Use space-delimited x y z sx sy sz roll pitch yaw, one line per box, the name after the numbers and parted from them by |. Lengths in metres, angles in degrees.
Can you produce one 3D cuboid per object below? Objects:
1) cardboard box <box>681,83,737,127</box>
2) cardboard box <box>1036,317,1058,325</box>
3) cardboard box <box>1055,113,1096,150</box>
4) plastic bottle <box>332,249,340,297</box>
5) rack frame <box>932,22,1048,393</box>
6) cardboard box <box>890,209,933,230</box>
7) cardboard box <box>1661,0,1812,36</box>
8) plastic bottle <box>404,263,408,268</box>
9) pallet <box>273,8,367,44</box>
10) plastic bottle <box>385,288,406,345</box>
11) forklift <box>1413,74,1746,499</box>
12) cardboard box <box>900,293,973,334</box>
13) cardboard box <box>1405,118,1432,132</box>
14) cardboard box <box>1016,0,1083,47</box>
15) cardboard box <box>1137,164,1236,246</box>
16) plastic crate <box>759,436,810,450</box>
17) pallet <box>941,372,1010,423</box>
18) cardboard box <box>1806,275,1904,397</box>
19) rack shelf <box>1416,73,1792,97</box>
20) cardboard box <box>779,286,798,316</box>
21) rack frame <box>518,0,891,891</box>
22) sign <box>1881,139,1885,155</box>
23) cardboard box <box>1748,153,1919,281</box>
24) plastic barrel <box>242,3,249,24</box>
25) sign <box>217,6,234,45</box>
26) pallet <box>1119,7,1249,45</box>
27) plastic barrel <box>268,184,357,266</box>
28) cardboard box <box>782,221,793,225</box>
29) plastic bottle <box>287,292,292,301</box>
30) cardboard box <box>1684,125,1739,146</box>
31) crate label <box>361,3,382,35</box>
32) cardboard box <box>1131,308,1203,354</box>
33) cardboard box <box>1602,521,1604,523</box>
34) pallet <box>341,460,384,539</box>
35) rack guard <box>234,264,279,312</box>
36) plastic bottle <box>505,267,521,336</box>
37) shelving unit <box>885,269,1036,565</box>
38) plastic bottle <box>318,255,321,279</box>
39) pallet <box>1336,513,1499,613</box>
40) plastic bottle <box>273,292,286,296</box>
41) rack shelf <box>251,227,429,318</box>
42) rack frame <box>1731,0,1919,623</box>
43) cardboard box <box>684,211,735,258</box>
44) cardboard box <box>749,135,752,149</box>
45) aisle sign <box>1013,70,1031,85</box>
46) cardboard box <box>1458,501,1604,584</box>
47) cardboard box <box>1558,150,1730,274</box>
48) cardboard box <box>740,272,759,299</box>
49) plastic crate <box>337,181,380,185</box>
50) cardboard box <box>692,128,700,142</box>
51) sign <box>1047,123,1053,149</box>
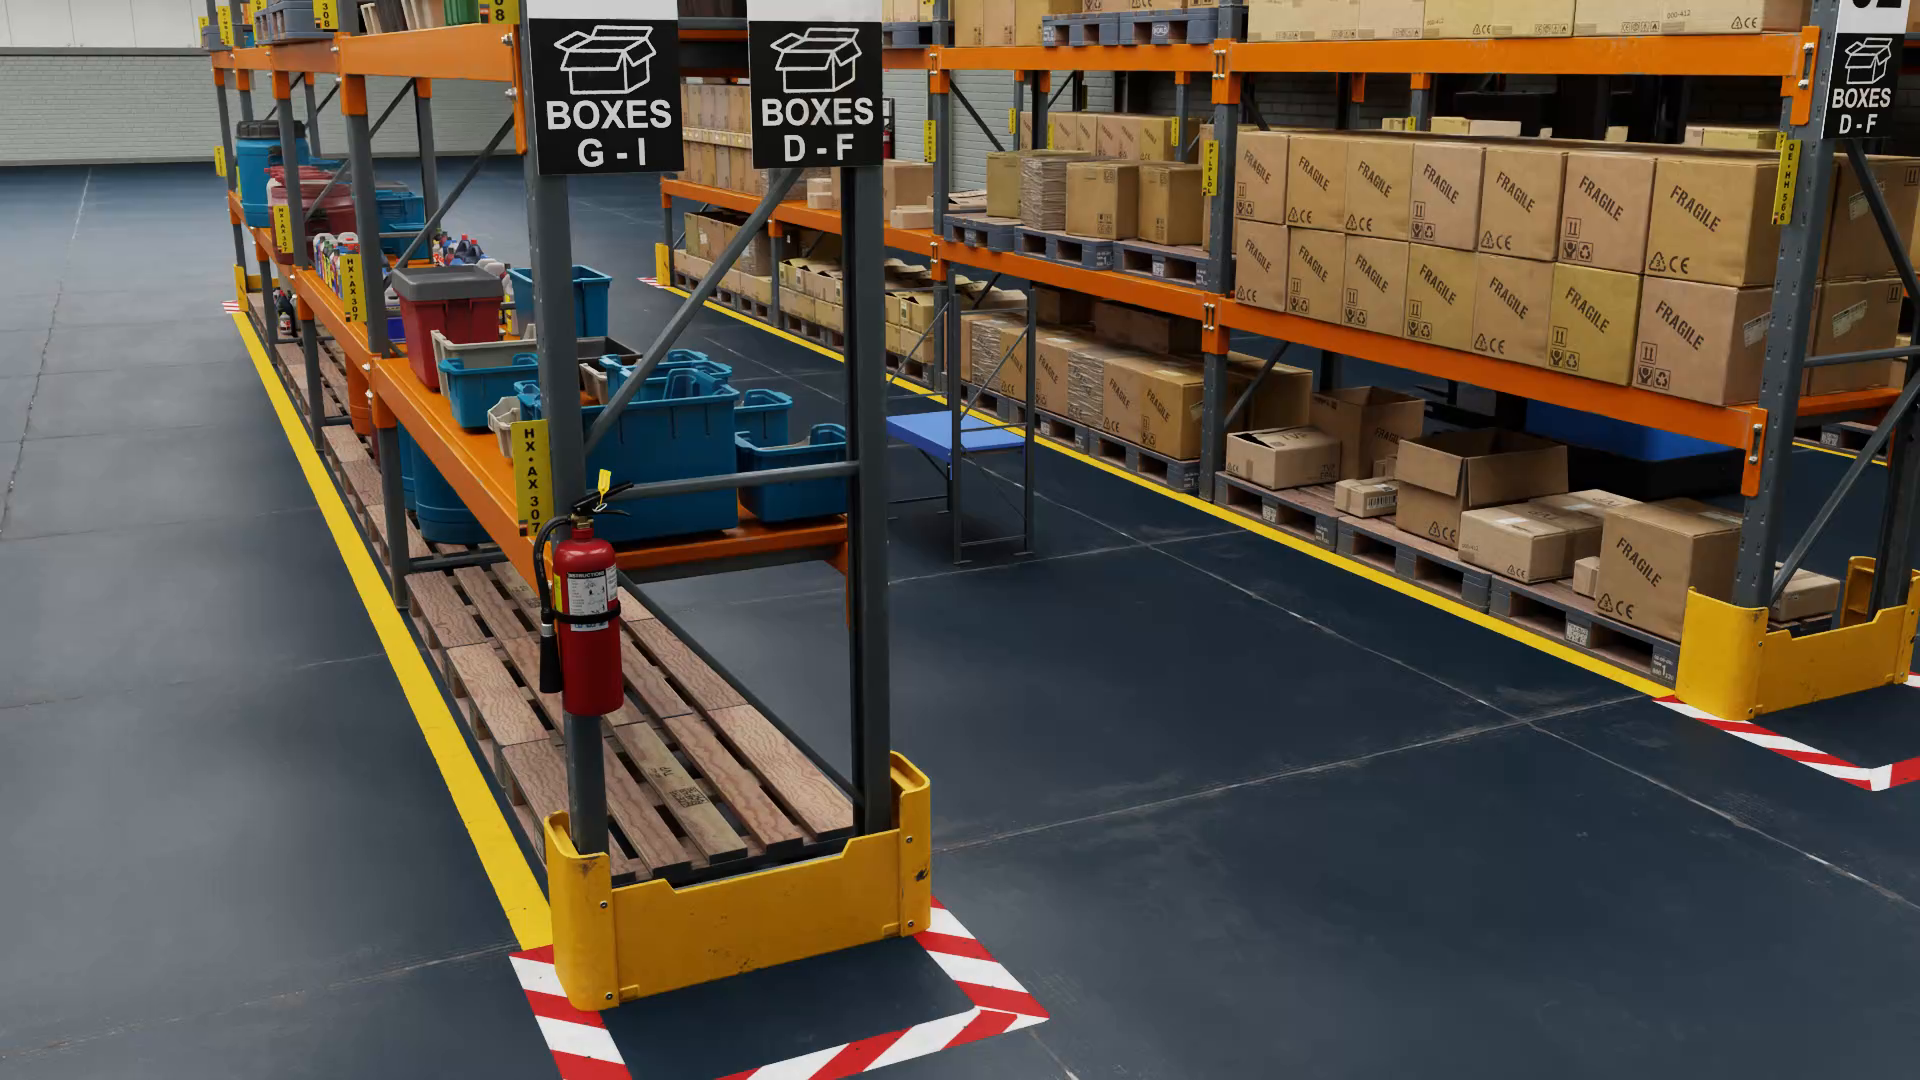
-3.034 -5.268 20.138 0.700 0.500 0.500 -8 18 -25 | cardboard box
0.875 -1.550 13.447 0.500 0.500 0.500 -7 17 -23 | cardboard box
1.568 -5.217 21.369 0.500 0.500 0.500 -8 18 -27 | cardboard box
-3.836 -1.651 10.278 0.061 0.283 0.133 -8 18 -25 | plastic bottle
0.254 -2.743 13.873 1.000 3.000 0.127 -8 18 -25 | rack frame
-0.388 -2.812 14.568 0.380 0.149 0.250 -8 18 -25 | cardboard box
3.297 -2.225 6.900 0.500 0.250 0.500 -8 18 -25 | cardboard box
-3.015 -1.336 9.058 0.144 0.351 0.185 -8 18 -25 | plastic bottle
-3.379 -2.968 9.561 1.003 0.211 1.213 -8 18 -25 | pallet
-2.911 -1.153 8.555 0.152 0.276 0.135 -8 18 -25 | plastic bottle
4.052 -2.026 11.496 1.130 2.935 3.031 -8 18 -26 | forklift
-0.197 -1.993 14.465 0.500 0.311 0.500 -7 17 -23 | cardboard box
4.527 -3.996 16.083 0.380 0.149 0.250 -10 19 -32 | cardboard box
0.927 -3.874 12.192 0.910 0.500 0.500 -8 18 -25 | cardboard box
1.642 -2.309 11.416 0.700 0.500 0.500 -5 17 -16 | cardboard box
-0.574 -0.255 5.570 0.250 0.136 0.298 -8 18 -25 | plastic crate
0.547 -1.213 13.596 1.003 0.211 1.213 -8 18 -25 | pallet
3.801 -0.950 7.441 0.500 0.500 0.500 -7 18 -24 | cardboard box
5.582 -3.943 13.919 1.077 0.370 4.000 -8 18 -25 | rack shelf
-1.544 -2.485 17.197 0.500 0.250 0.500 -8 18 -26 | cardboard box
-0.696 -0.162 4.877 1.000 3.000 0.127 -8 18 -25 | rack frame
6.956 -2.873 12.610 0.100 0.325 0.005 -8 18 -25 | sign
3.801 -1.430 7.303 0.500 0.500 0.500 -7 17 -23 | cardboard box
-7.378 -5.874 17.805 0.600 0.830 0.708 -8 18 -25 | plastic barrel
-6.452 -4.520 14.609 0.100 0.325 0.005 -8 18 -25 | sign
1.784 -3.273 10.622 1.213 0.211 1.003 -8 18 -25 | pallet
-4.676 -2.290 12.045 0.600 0.536 0.708 -8 18 -25 | plastic barrel
-1.858 -3.377 18.943 0.500 0.500 0.500 -8 18 -25 | cardboard box
-6.639 -2.315 16.505 0.061 0.283 0.133 -8 18 -25 | plastic bottle
5.808 -3.125 13.086 0.500 0.250 0.500 -7 18 -24 | cardboard box
-2.493 -2.313 7.412 0.293 0.136 0.466 -8 18 -25 | crate label
1.575 -1.519 11.982 0.500 0.250 0.500 -8 18 -25 | cardboard box
3.557 0.057 8.300 0.500 0.250 0.500 -8 18 -25 | cardboard box
-3.287 -0.313 10.458 1.003 0.211 1.213 -8 18 -25 | pallet
-7.629 -2.915 19.001 1.175 0.500 0.348 -8 18 -25 | rack guard
-2.329 -1.267 8.816 0.144 0.351 0.185 -8 18 -25 | plastic bottle
-0.037 -0.742 9.617 0.538 1.500 1.048 -8 18 -25 | shelving unit
-4.233 -1.848 11.111 0.097 0.201 0.097 0 16 0 | plastic bottle
2.845 0.062 9.152 1.003 0.211 1.213 -8 18 -25 | pallet
-6.787 -2.333 16.583 0.152 0.276 0.135 -7 18 -24 | plastic bottle
-5.077 -2.296 13.617 1.077 0.370 4.000 -8 18 -25 | rack shelf
3.759 -0.760 6.960 1.000 3.000 0.127 -8 18 -25 | rack frame
-2.995 -3.684 20.015 0.500 0.500 0.500 -8 18 -25 | cardboard box
-2.034 -4.263 17.810 0.380 0.149 0.250 -8 18 -27 | cardboard box
0.899 -6.558 22.451 0.394 0.787 0.004 -8 18 -25 | aisle sign
2.910 0.006 8.478 0.500 0.250 0.500 -8 18 -25 | cardboard box
3.095 -1.491 7.513 0.500 0.500 0.500 -7 17 -23 | cardboard box
-2.108 -2.829 18.395 0.500 0.250 0.500 -8 18 -25 | cardboard box
-5.190 -2.894 14.426 0.392 0.384 0.575 -8 18 -25 | plastic crate
-2.938 -4.774 19.590 0.380 0.149 0.250 -8 18 -26 | cardboard box
0.738 -3.330 13.960 0.100 0.325 0.005 -8 18 -25 | sign
